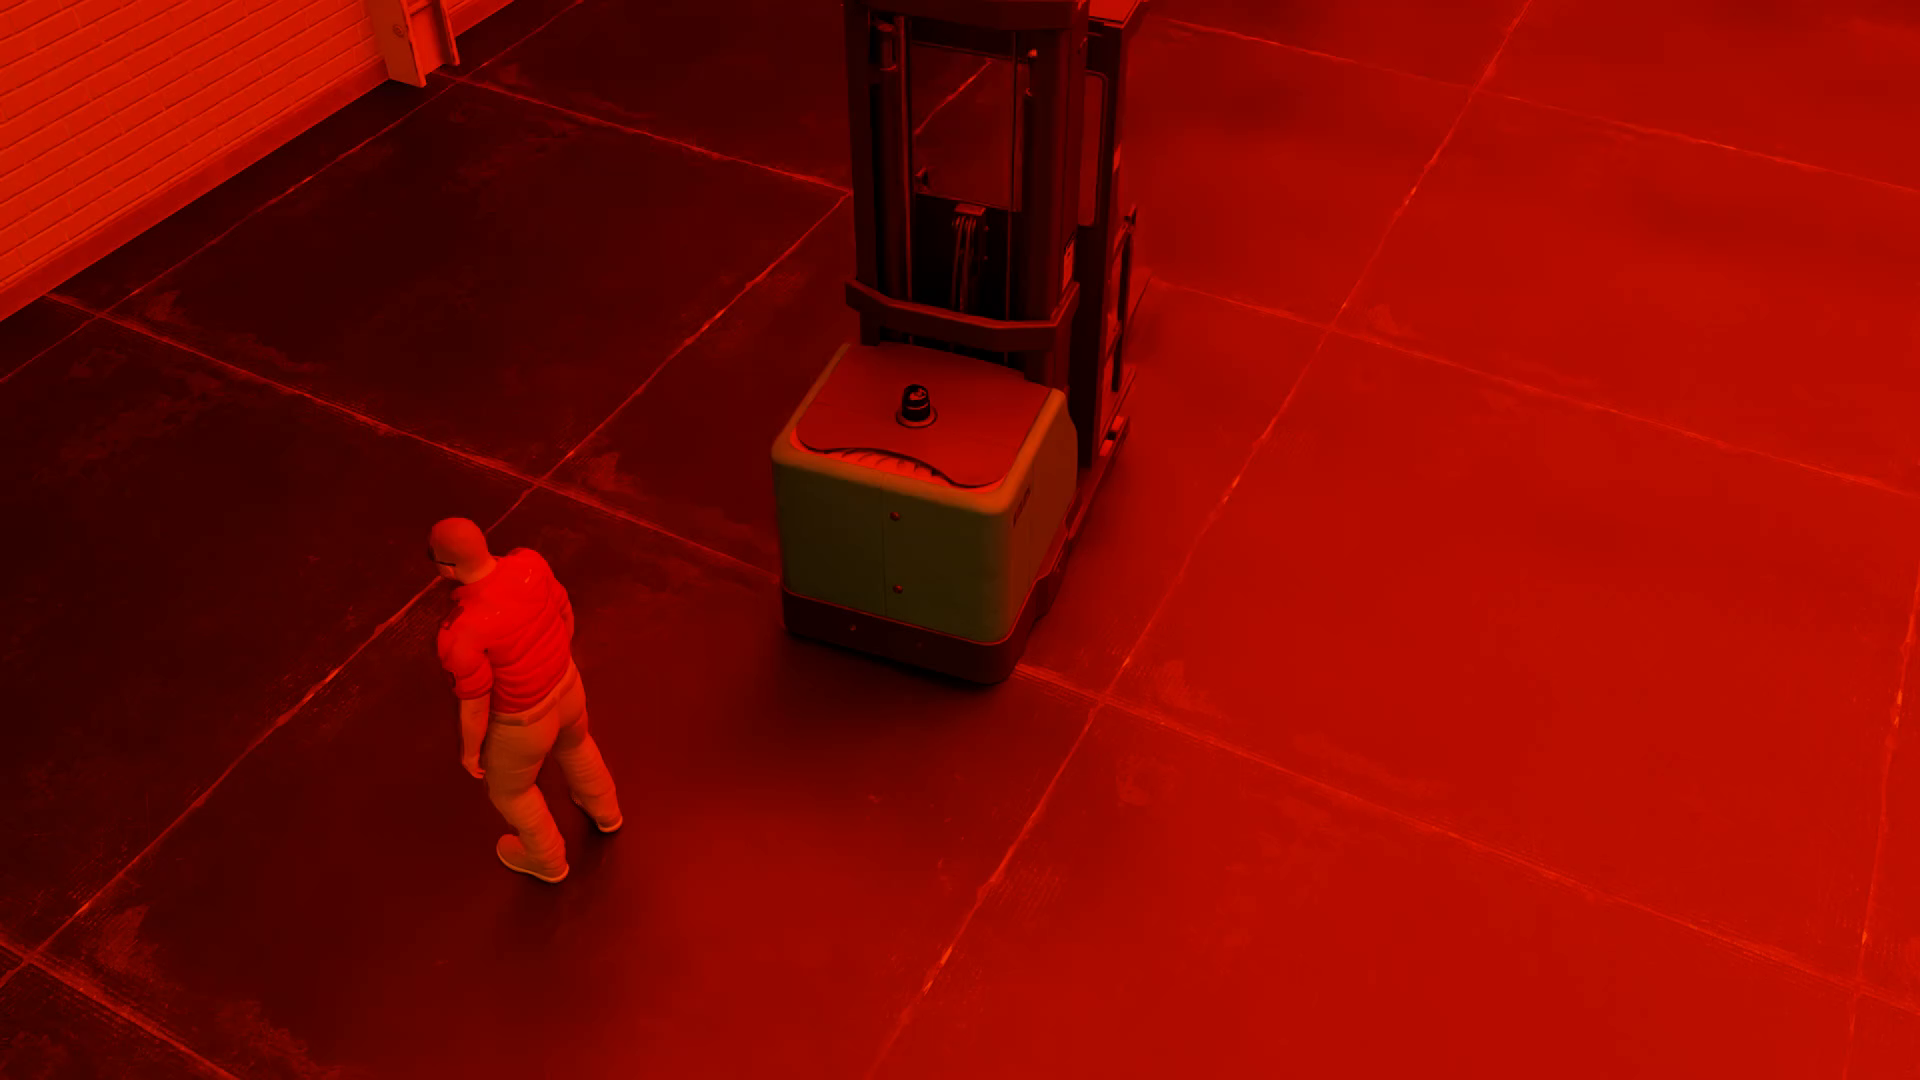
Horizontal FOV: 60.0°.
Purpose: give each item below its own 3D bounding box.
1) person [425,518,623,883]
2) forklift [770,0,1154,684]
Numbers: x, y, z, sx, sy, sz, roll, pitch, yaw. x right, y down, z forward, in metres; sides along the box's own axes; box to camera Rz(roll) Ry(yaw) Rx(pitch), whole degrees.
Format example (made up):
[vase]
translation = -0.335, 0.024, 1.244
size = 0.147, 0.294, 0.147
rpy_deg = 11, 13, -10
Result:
[person]
translation = -1.569, 0.564, 5.934
size = 0.408, 1.724, 0.630
rpy_deg = 19, 47, 19
[forklift]
translation = 0.202, -1.484, 7.229
size = 1.130, 2.935, 3.031
rpy_deg = 14, 45, 14
